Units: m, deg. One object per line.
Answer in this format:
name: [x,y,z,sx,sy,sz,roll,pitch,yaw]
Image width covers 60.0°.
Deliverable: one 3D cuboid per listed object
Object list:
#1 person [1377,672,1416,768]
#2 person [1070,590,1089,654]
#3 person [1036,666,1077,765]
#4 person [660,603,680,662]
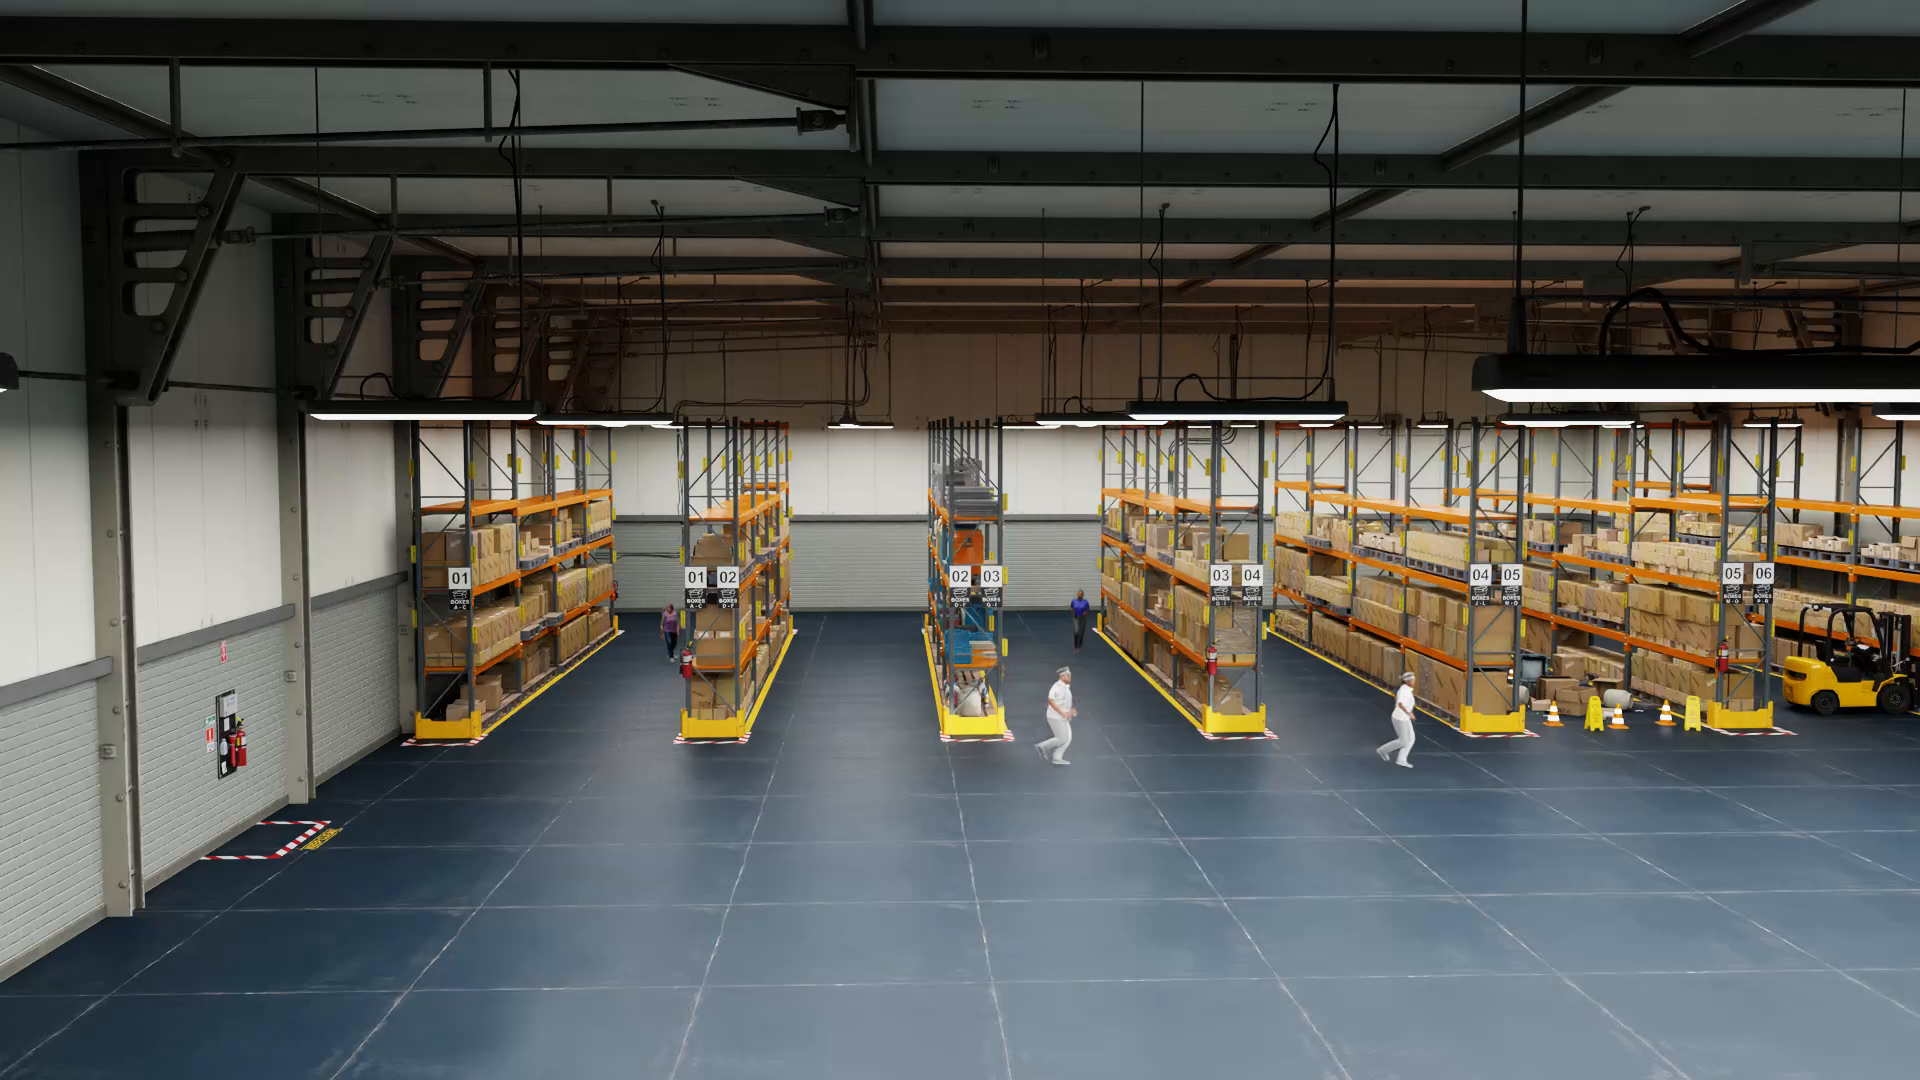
person: [7.479,3.059,28.459,0.649,1.646,0.562,2,4,26]
person: [3.101,2.113,43.010,0.468,1.670,0.804,0,4,-3]
person: [1.640,3.010,28.565,0.650,1.714,0.664,1,4,22]
person: [-7.247,2.285,41.464,0.528,1.465,0.797,-2,4,-27]
